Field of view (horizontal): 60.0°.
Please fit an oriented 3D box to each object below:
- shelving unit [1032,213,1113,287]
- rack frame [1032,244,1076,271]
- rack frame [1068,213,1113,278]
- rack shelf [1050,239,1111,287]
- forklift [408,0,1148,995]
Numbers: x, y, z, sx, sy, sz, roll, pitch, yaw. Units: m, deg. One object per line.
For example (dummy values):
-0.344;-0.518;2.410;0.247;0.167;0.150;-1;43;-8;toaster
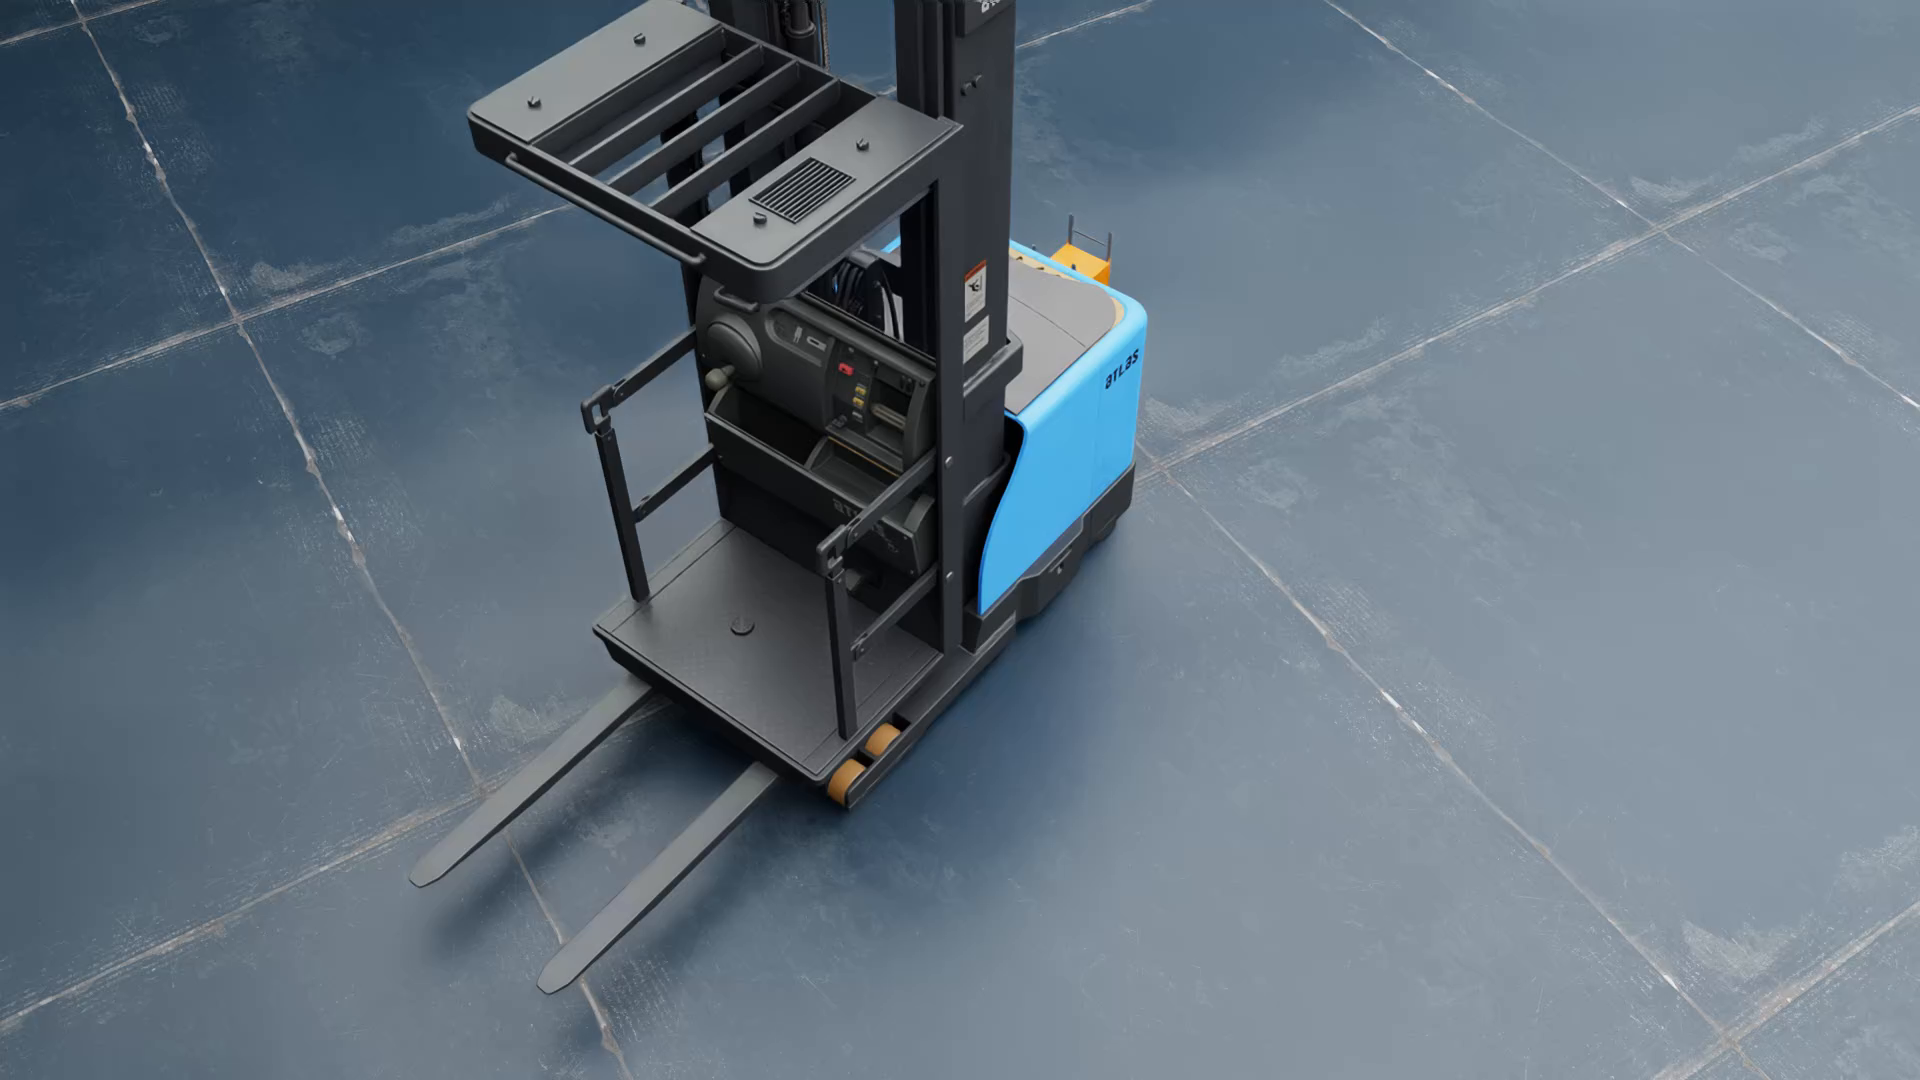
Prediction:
0.428;-0.793;6.698;0.215;1.050;0.252;30;55;24;shelving unit
0.353;-0.721;6.634;0.200;1.050;0.008;30;55;24;rack frame
0.503;-0.864;6.762;0.200;1.050;0.008;30;55;24;rack frame
0.428;-0.974;6.494;0.215;0.259;0.240;30;55;24;rack shelf
-0.606;-0.462;5.144;1.130;2.935;3.031;30;55;24;forklift
